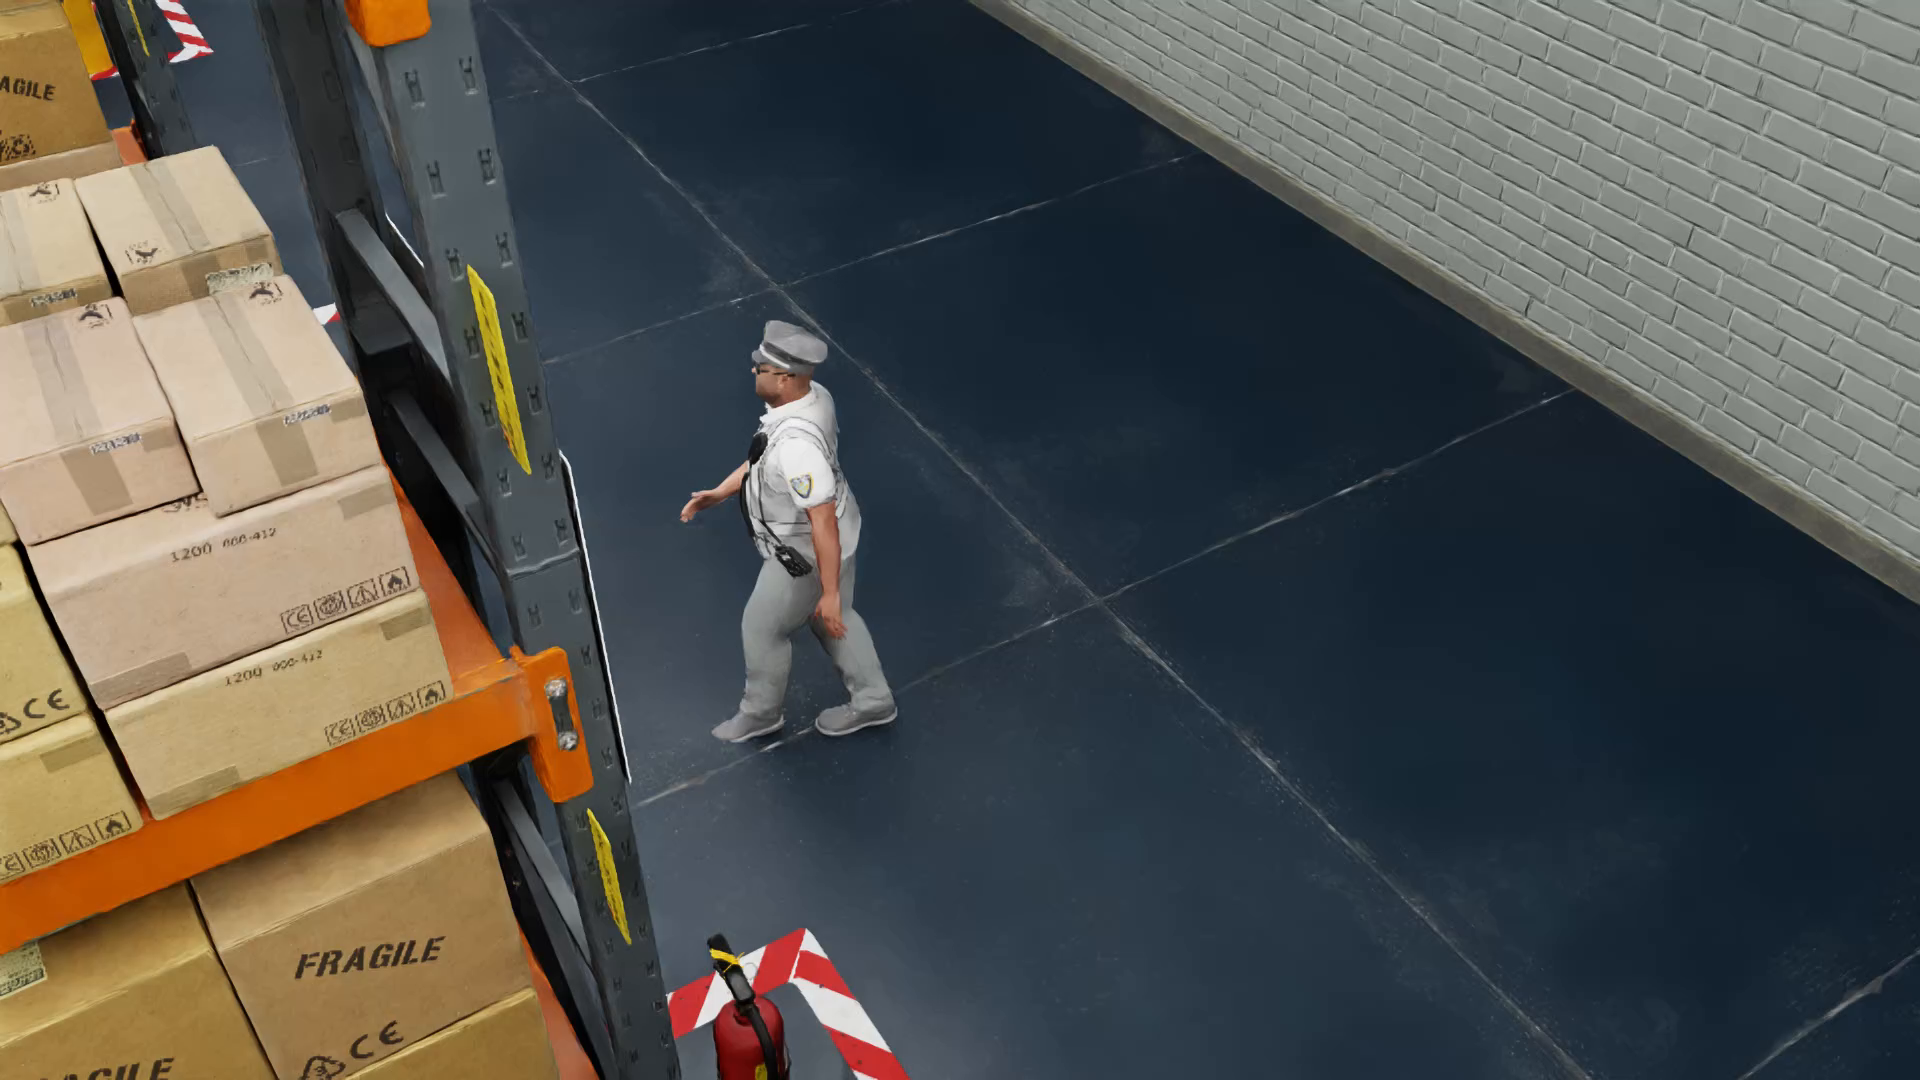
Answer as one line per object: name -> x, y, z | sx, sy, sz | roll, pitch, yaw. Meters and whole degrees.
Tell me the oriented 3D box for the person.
person -> -0.637, 0.057, 6.149 | 0.784, 1.793, 0.733 | 5, 41, 6
